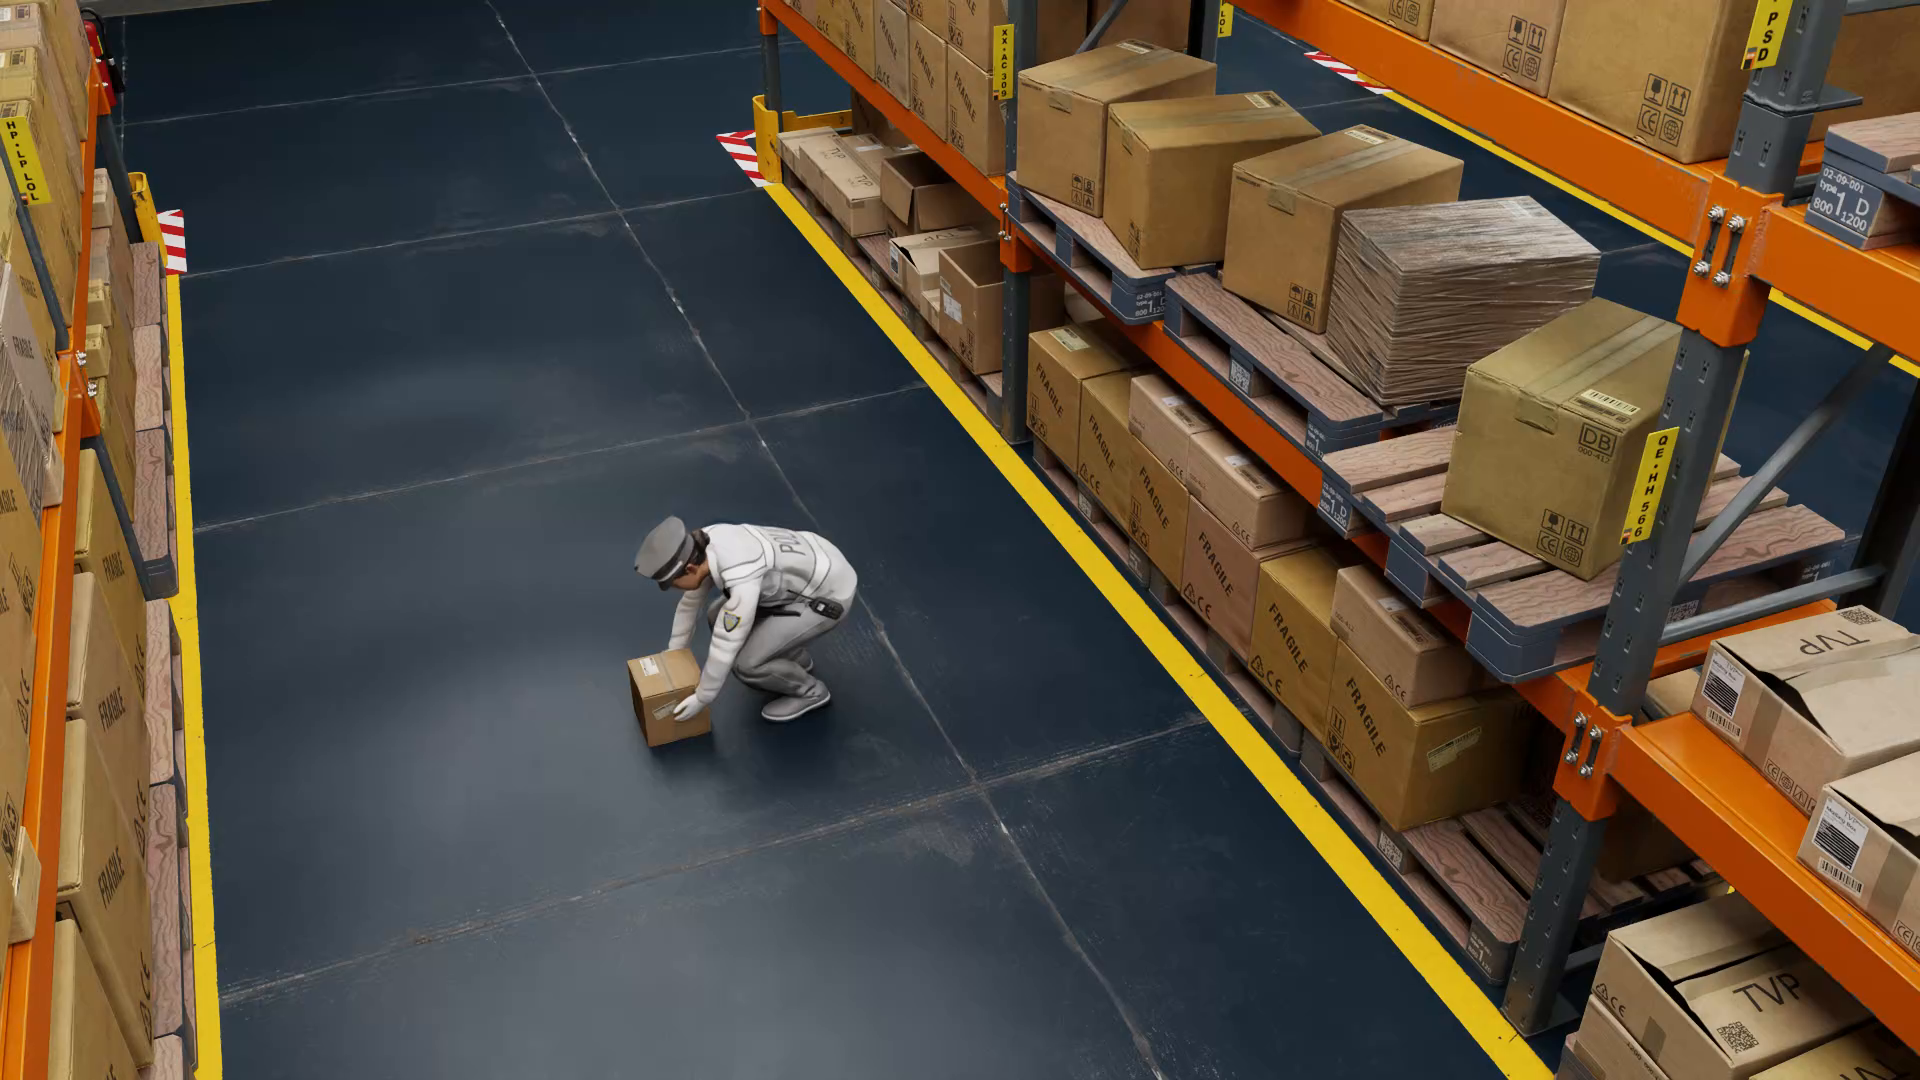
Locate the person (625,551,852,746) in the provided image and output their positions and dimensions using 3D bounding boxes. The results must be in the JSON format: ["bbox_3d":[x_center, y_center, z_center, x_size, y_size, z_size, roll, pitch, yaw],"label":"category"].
[{"bbox_3d":[-0.850,0.343,6.452,0.876,0.847,0.476,-13,36,-19],"label":"person"}]
